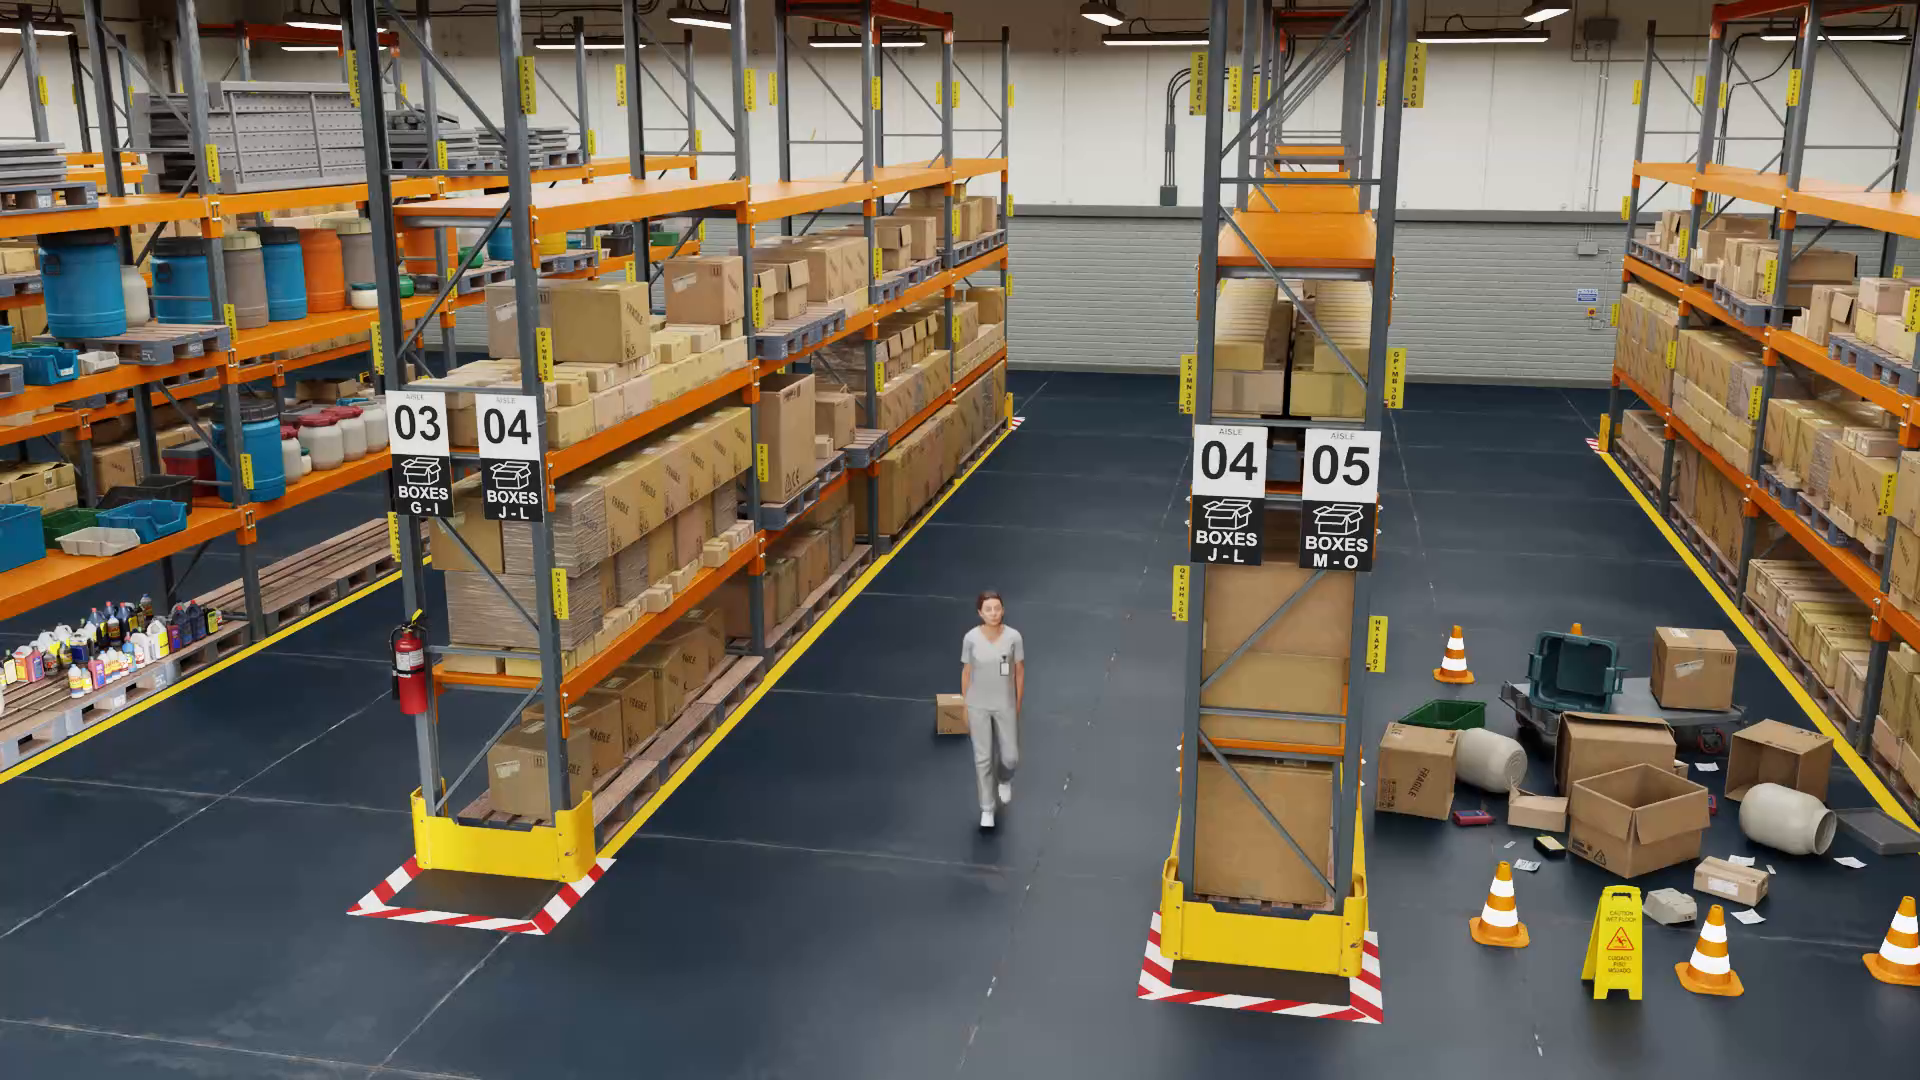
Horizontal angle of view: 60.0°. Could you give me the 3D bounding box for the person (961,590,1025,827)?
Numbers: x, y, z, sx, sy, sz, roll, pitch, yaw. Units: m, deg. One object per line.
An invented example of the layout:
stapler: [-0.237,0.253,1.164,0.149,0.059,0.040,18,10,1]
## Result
person: [0.226,1.149,11.596,0.444,1.648,0.541,0,15,1]
